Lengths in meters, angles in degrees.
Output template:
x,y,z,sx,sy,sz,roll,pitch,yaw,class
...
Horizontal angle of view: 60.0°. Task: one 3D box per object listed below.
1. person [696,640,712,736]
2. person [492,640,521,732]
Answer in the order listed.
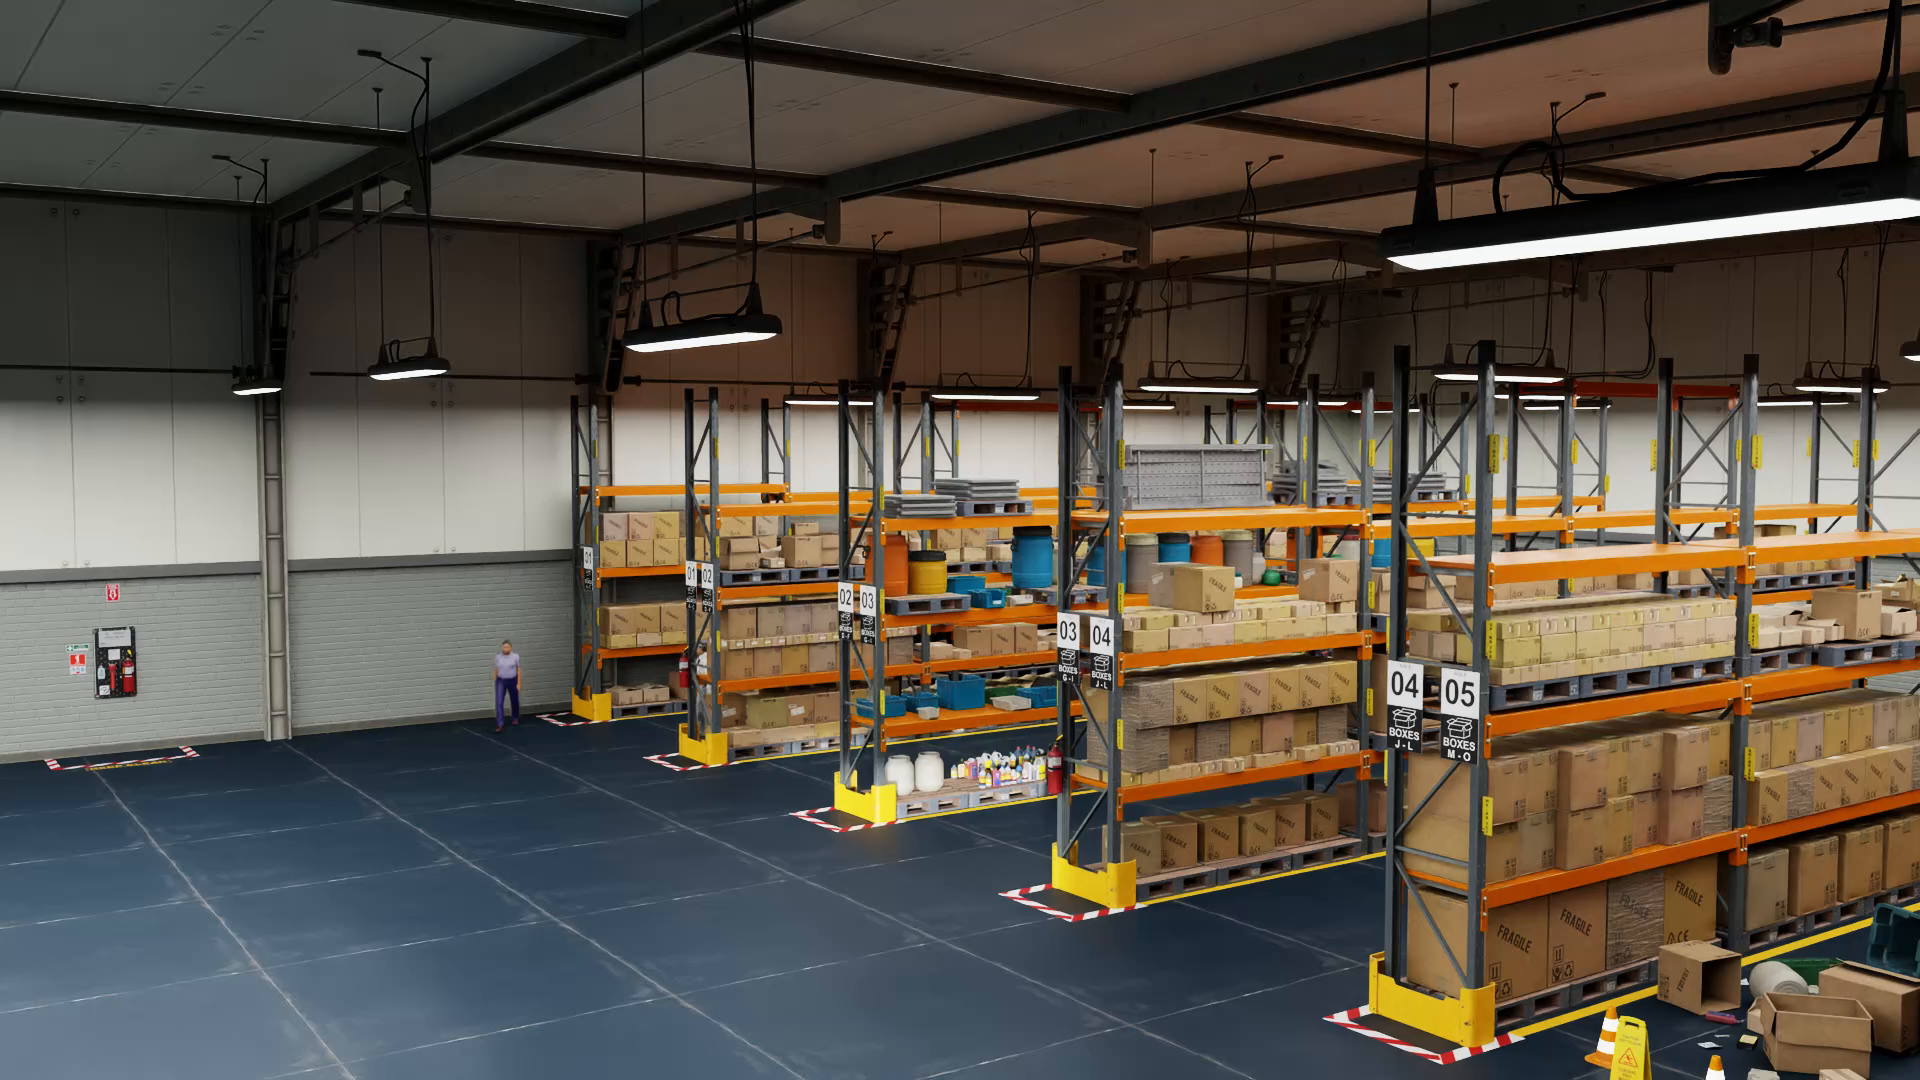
x,y,z,sx,sy,sz,roll,pitch,yaw,class
-4.575,2.586,29.035,0.622,1.671,0.591,0,3,-6,person
-8.110,2.577,29.697,0.502,1.593,0.838,-1,4,-21,person
